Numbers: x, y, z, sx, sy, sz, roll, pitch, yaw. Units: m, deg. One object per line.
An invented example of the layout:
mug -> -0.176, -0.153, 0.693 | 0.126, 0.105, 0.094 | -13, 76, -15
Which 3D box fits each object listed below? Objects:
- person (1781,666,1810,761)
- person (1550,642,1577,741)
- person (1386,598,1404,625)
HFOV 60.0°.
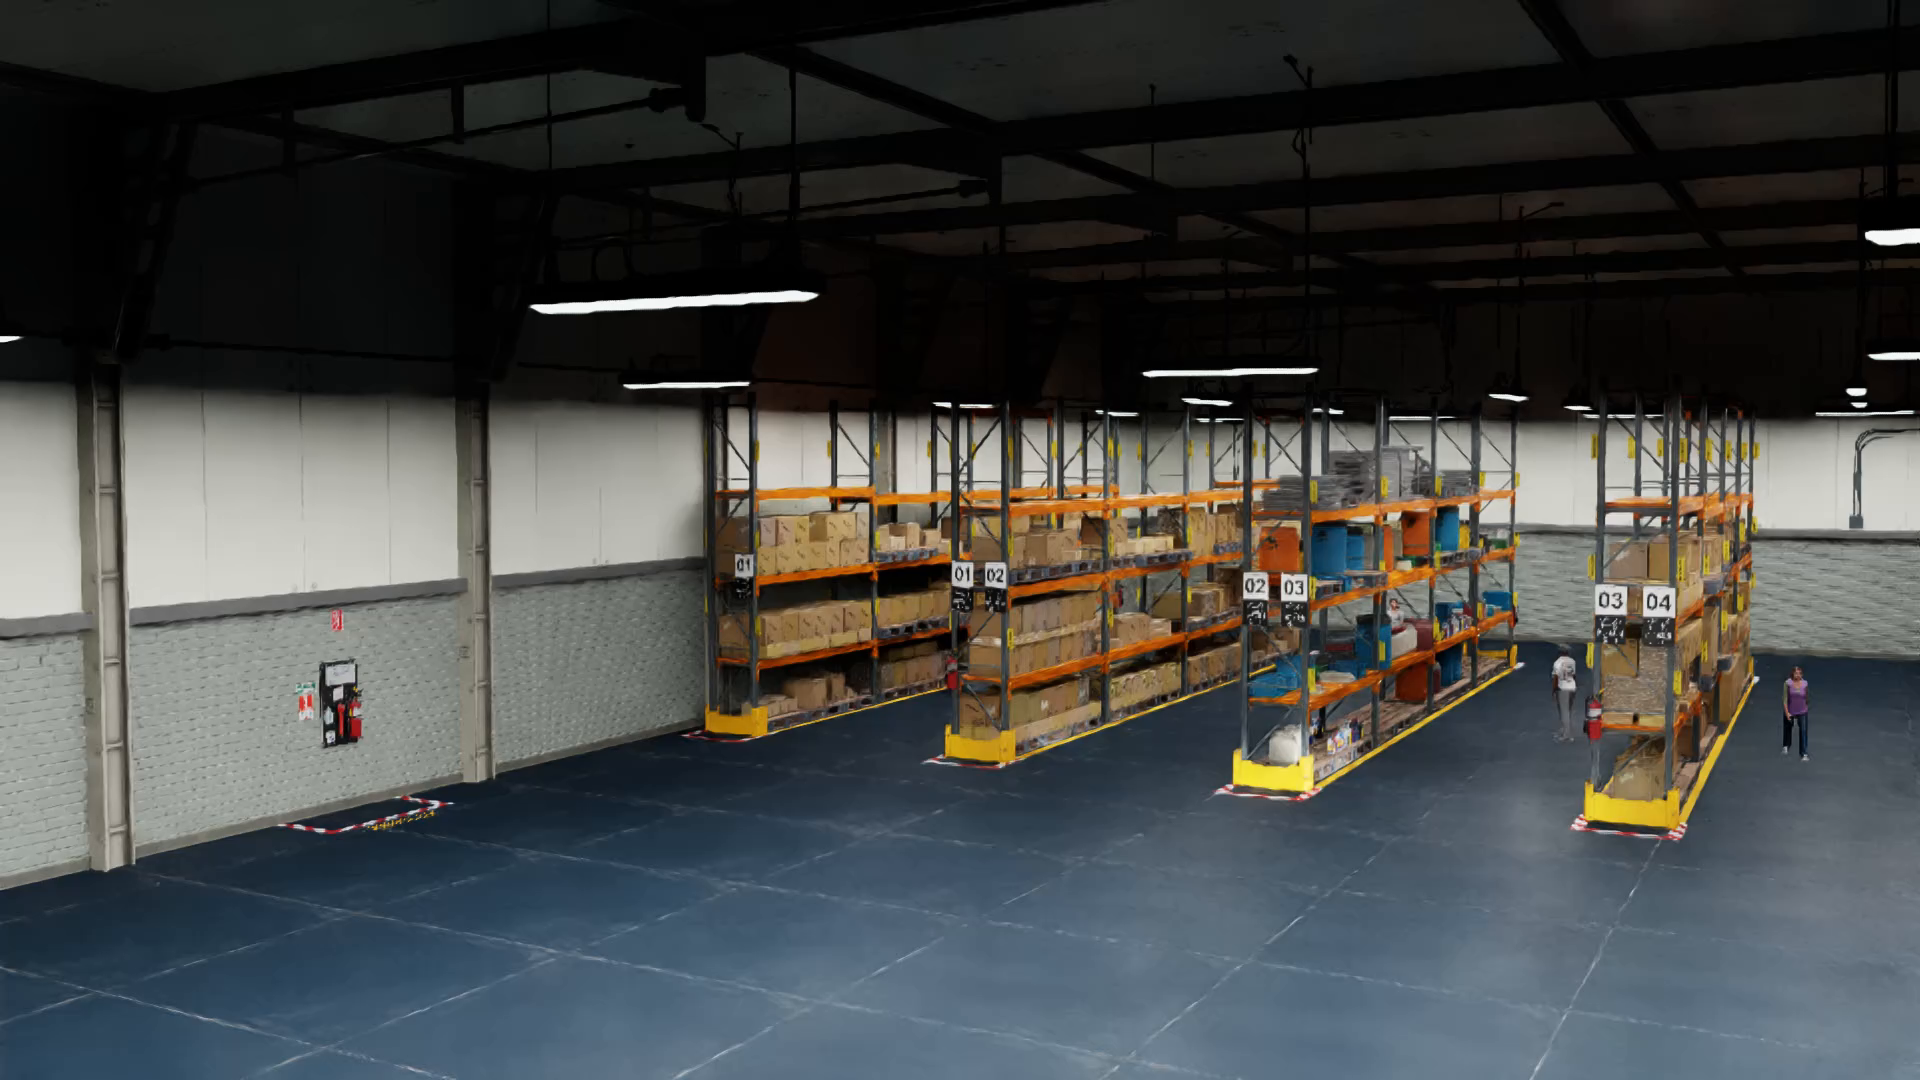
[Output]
person -> 13.500, 2.773, 26.874 | 0.440, 1.516, 1.016 | 1, 3, 19
person -> 10.397, 2.606, 28.681 | 0.588, 1.663, 0.561 | -2, 4, -35
person -> 10.006, 2.125, 38.302 | 0.445, 1.584, 1.106 | 2, 3, 27
